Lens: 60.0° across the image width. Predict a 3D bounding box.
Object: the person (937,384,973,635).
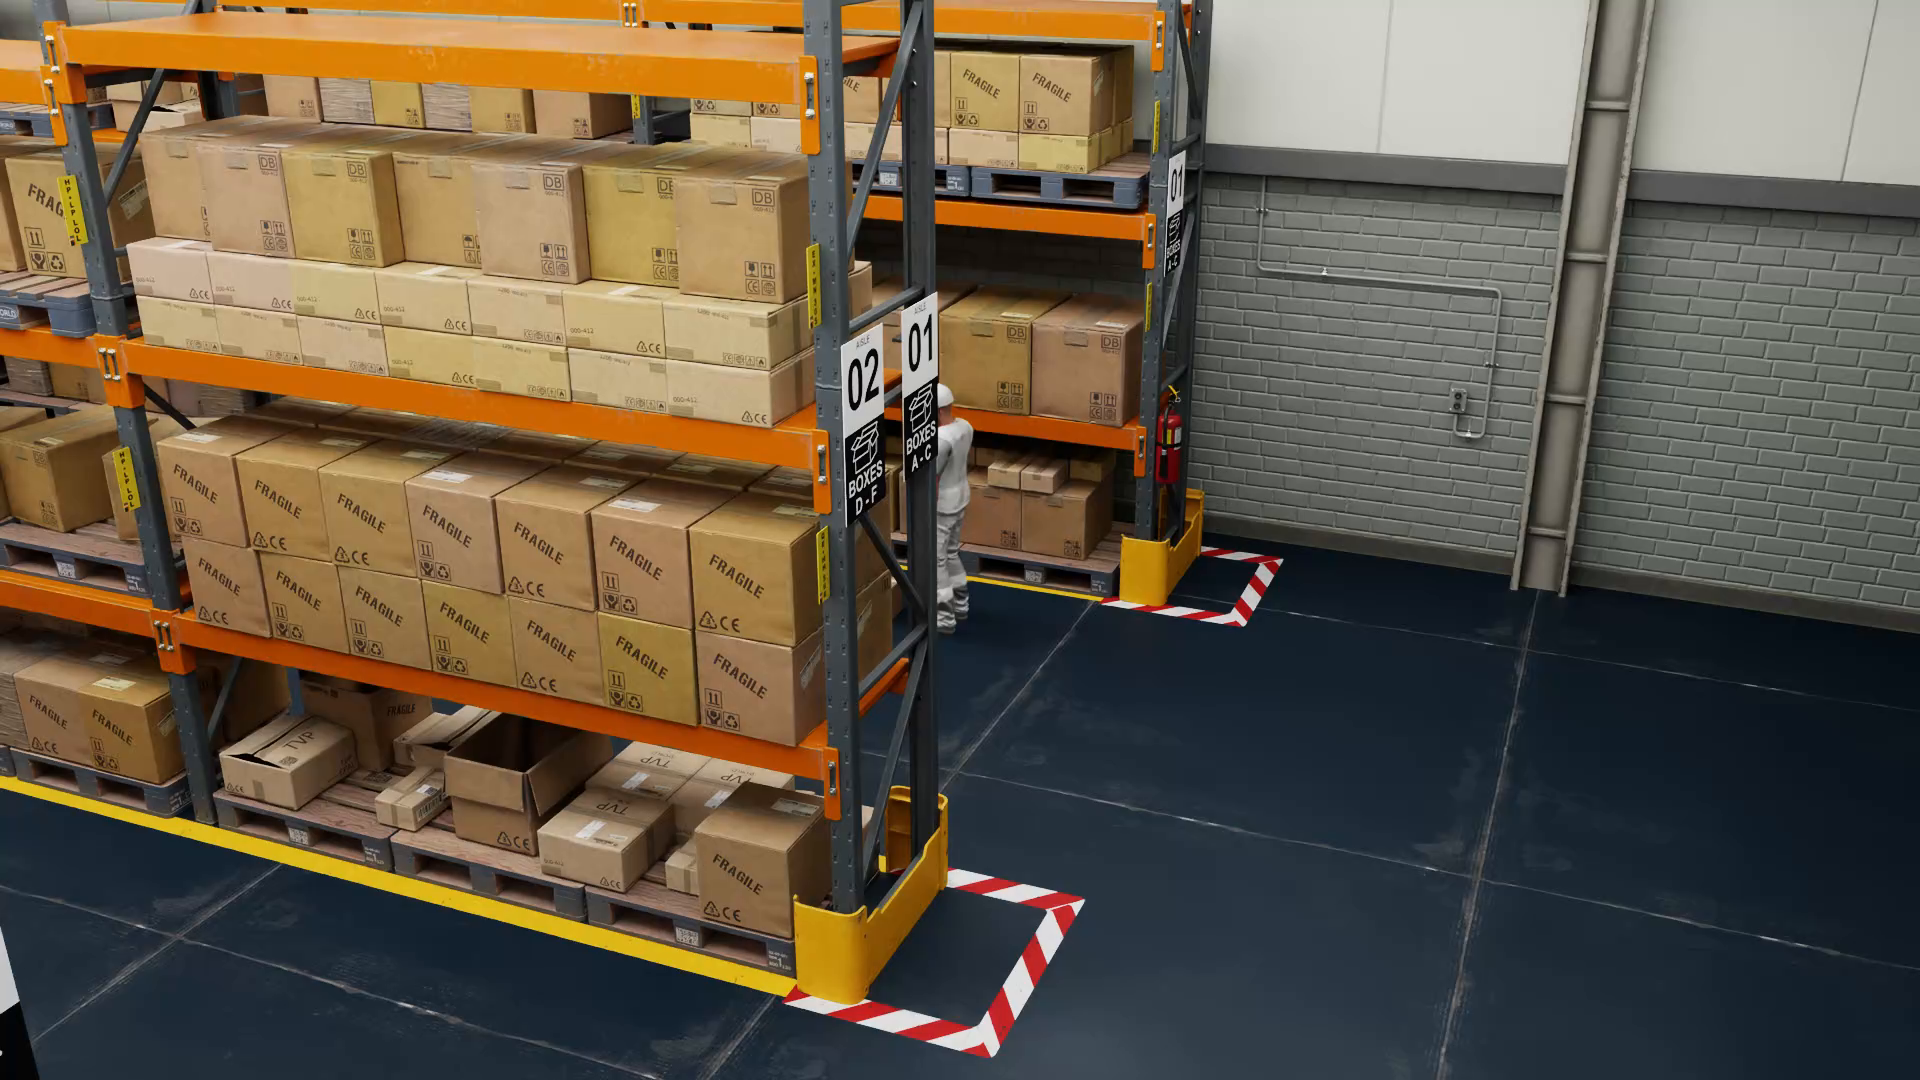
[{"bbox_3d":[-0.130,-0.219,11.459,0.364,1.775,0.528,9,24,21],"label":"person"}]
